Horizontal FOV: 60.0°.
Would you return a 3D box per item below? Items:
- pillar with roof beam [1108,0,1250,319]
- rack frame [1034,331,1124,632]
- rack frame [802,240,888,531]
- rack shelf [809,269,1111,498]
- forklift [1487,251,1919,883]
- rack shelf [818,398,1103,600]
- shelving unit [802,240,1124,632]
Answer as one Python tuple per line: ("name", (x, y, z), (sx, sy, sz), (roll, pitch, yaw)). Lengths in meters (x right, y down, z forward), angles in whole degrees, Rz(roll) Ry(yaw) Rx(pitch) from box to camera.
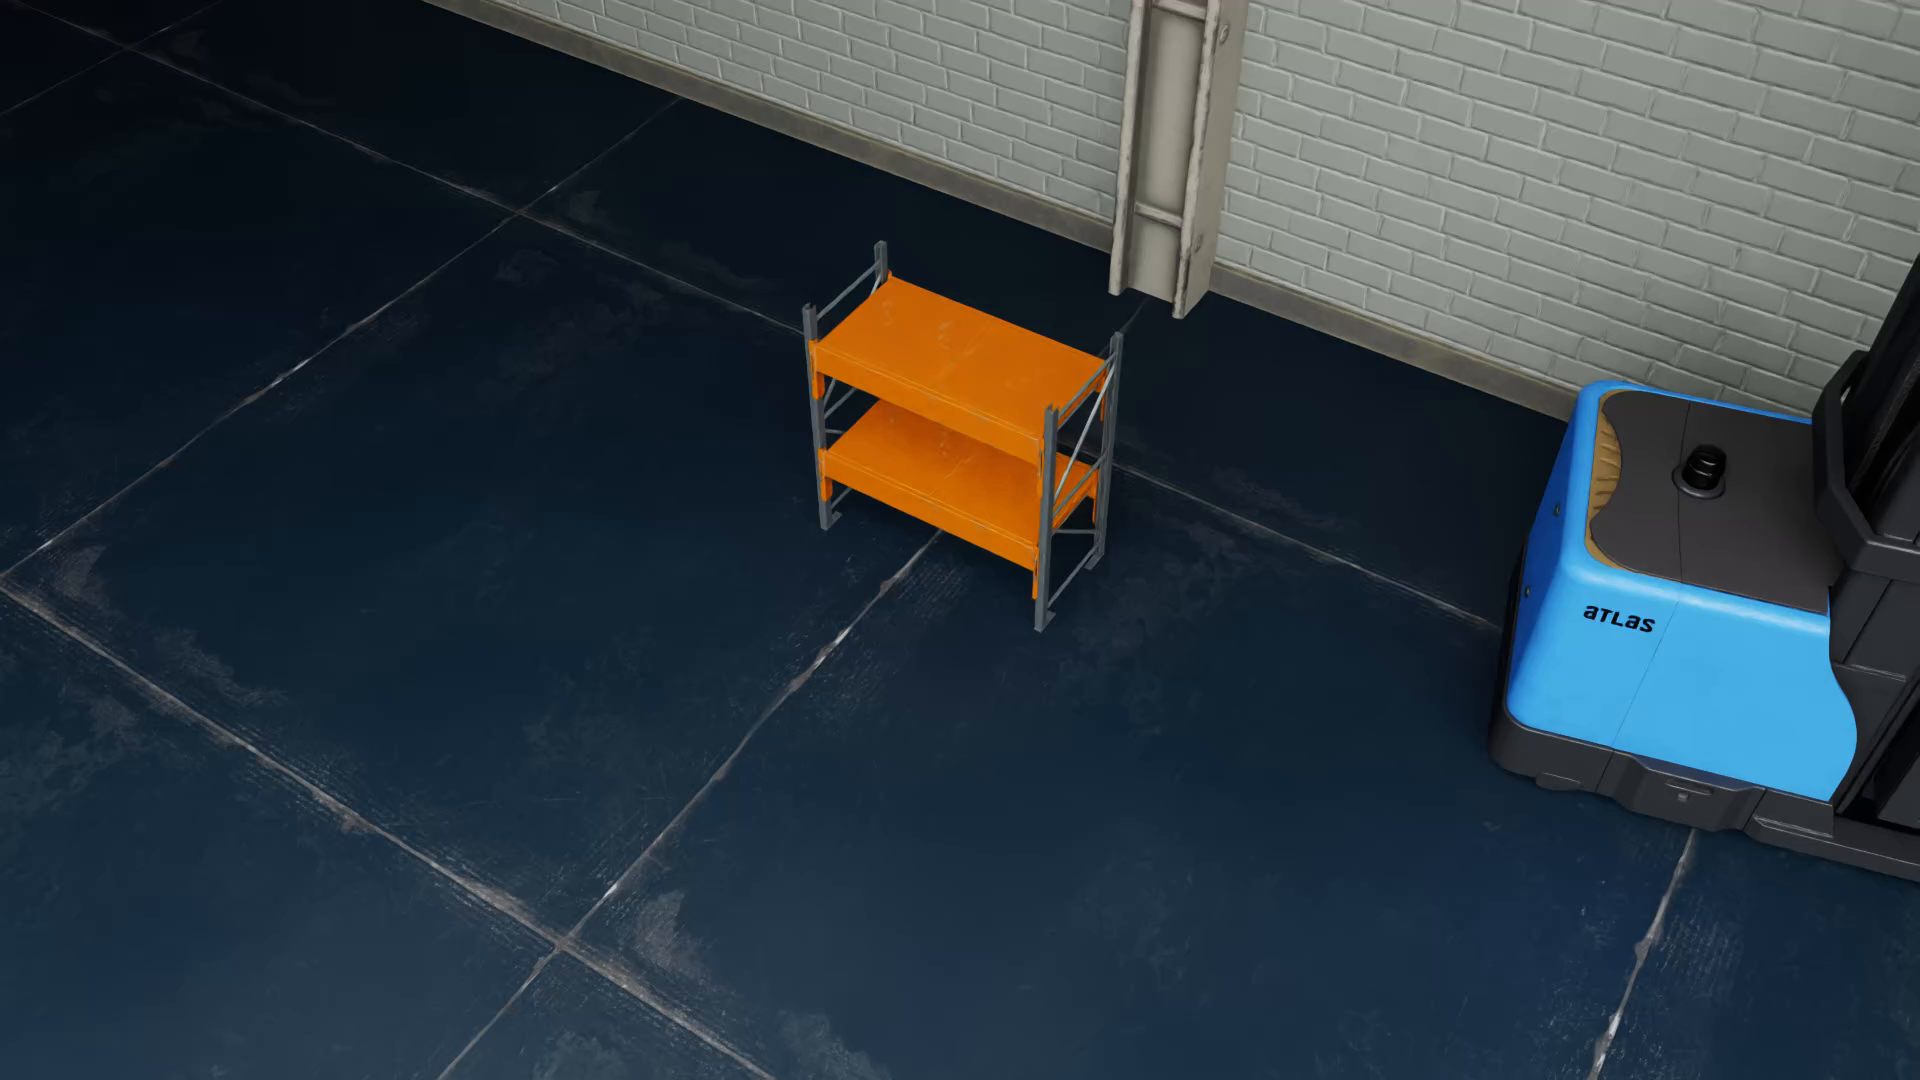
("pillar with roof beam", (-1.375, -1.732, 2.158), (0.400, 9.000, 9.100), (25, 51, 22))
("rack frame", (0.434, -0.193, 6.153), (0.032, 1.125, 0.500), (25, 51, 22))
("rack frame", (-0.422, -0.586, 6.535), (0.032, 1.125, 0.500), (25, 51, 22))
("rack shelf", (0.006, -0.593, 6.134), (1.000, 0.278, 0.538), (25, 51, 22))
("forklift", (3.453, -0.186, 4.887), (3.031, 2.935, 1.130), (14, 47, 13))
("rack shelf", (0.006, -0.219, 6.519), (1.000, 0.278, 0.538), (25, 51, 22))
("shelving unit", (0.006, -0.389, 6.344), (1.048, 1.125, 0.538), (25, 51, 22))
